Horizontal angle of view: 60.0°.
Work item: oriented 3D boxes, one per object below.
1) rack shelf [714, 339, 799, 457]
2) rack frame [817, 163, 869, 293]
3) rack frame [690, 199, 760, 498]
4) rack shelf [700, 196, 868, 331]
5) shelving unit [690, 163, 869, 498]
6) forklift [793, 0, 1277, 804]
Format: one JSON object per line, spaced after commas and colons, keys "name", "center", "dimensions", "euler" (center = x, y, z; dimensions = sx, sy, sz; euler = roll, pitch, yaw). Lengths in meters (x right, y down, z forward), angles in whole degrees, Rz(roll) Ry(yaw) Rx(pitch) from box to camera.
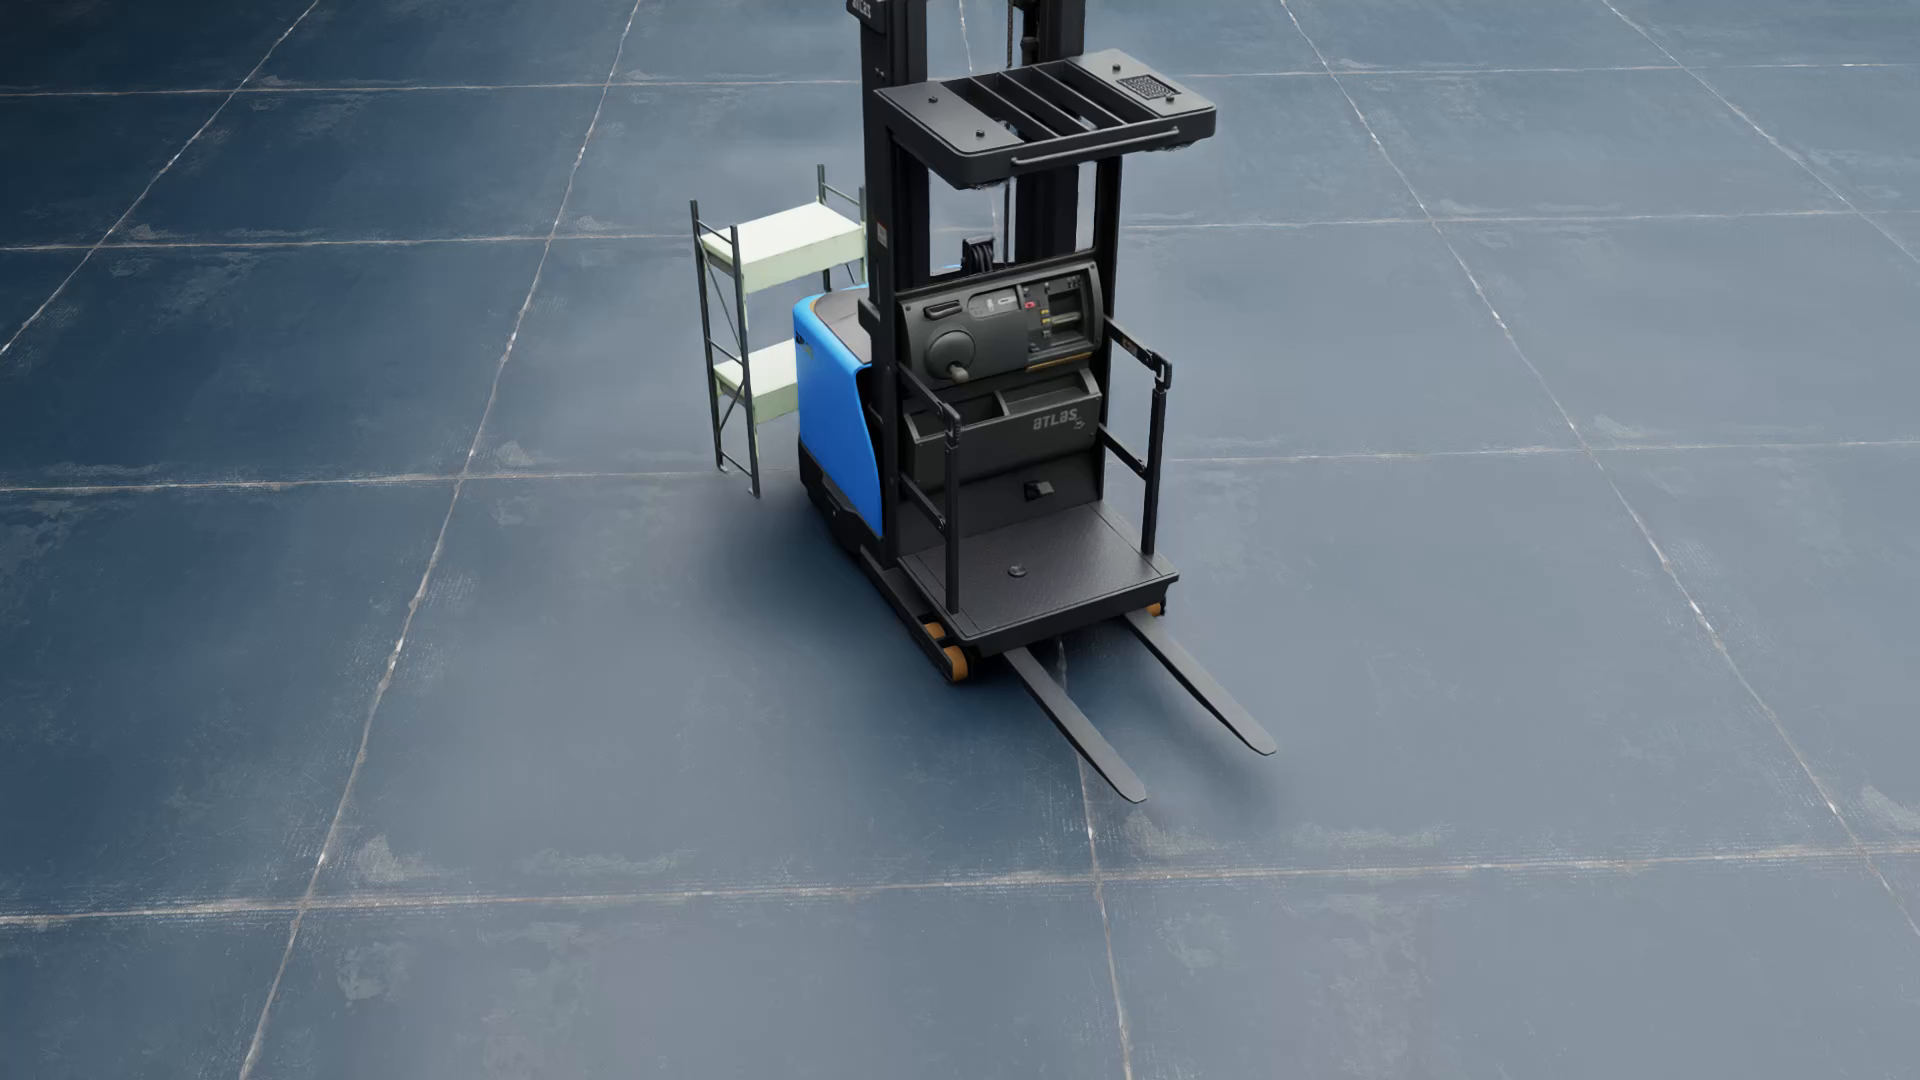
{"name": "rack shelf", "center": [-0.873, -0.787, 8.641], "dimensions": [0.720, 0.370, 0.431], "euler": [-24, 41, -30]}
{"name": "rack frame", "center": [-0.585, -1.184, 8.641], "dimensions": [0.023, 1.500, 0.400], "euler": [-24, 41, -30]}
{"name": "rack frame", "center": [-1.163, -0.928, 8.271], "dimensions": [0.023, 1.500, 0.400], "euler": [-24, 41, -30]}
{"name": "rack shelf", "center": [-0.875, -1.378, 8.235], "dimensions": [0.720, 0.370, 0.431], "euler": [-24, 41, -30]}
{"name": "shelving unit", "center": [-0.874, -1.056, 8.456], "dimensions": [0.755, 1.500, 0.431], "euler": [-24, 41, -30]}
{"name": "forklift", "center": [0.288, -0.864, 6.922], "dimensions": [1.130, 2.935, 3.031], "euler": [-16, 38, -22]}
